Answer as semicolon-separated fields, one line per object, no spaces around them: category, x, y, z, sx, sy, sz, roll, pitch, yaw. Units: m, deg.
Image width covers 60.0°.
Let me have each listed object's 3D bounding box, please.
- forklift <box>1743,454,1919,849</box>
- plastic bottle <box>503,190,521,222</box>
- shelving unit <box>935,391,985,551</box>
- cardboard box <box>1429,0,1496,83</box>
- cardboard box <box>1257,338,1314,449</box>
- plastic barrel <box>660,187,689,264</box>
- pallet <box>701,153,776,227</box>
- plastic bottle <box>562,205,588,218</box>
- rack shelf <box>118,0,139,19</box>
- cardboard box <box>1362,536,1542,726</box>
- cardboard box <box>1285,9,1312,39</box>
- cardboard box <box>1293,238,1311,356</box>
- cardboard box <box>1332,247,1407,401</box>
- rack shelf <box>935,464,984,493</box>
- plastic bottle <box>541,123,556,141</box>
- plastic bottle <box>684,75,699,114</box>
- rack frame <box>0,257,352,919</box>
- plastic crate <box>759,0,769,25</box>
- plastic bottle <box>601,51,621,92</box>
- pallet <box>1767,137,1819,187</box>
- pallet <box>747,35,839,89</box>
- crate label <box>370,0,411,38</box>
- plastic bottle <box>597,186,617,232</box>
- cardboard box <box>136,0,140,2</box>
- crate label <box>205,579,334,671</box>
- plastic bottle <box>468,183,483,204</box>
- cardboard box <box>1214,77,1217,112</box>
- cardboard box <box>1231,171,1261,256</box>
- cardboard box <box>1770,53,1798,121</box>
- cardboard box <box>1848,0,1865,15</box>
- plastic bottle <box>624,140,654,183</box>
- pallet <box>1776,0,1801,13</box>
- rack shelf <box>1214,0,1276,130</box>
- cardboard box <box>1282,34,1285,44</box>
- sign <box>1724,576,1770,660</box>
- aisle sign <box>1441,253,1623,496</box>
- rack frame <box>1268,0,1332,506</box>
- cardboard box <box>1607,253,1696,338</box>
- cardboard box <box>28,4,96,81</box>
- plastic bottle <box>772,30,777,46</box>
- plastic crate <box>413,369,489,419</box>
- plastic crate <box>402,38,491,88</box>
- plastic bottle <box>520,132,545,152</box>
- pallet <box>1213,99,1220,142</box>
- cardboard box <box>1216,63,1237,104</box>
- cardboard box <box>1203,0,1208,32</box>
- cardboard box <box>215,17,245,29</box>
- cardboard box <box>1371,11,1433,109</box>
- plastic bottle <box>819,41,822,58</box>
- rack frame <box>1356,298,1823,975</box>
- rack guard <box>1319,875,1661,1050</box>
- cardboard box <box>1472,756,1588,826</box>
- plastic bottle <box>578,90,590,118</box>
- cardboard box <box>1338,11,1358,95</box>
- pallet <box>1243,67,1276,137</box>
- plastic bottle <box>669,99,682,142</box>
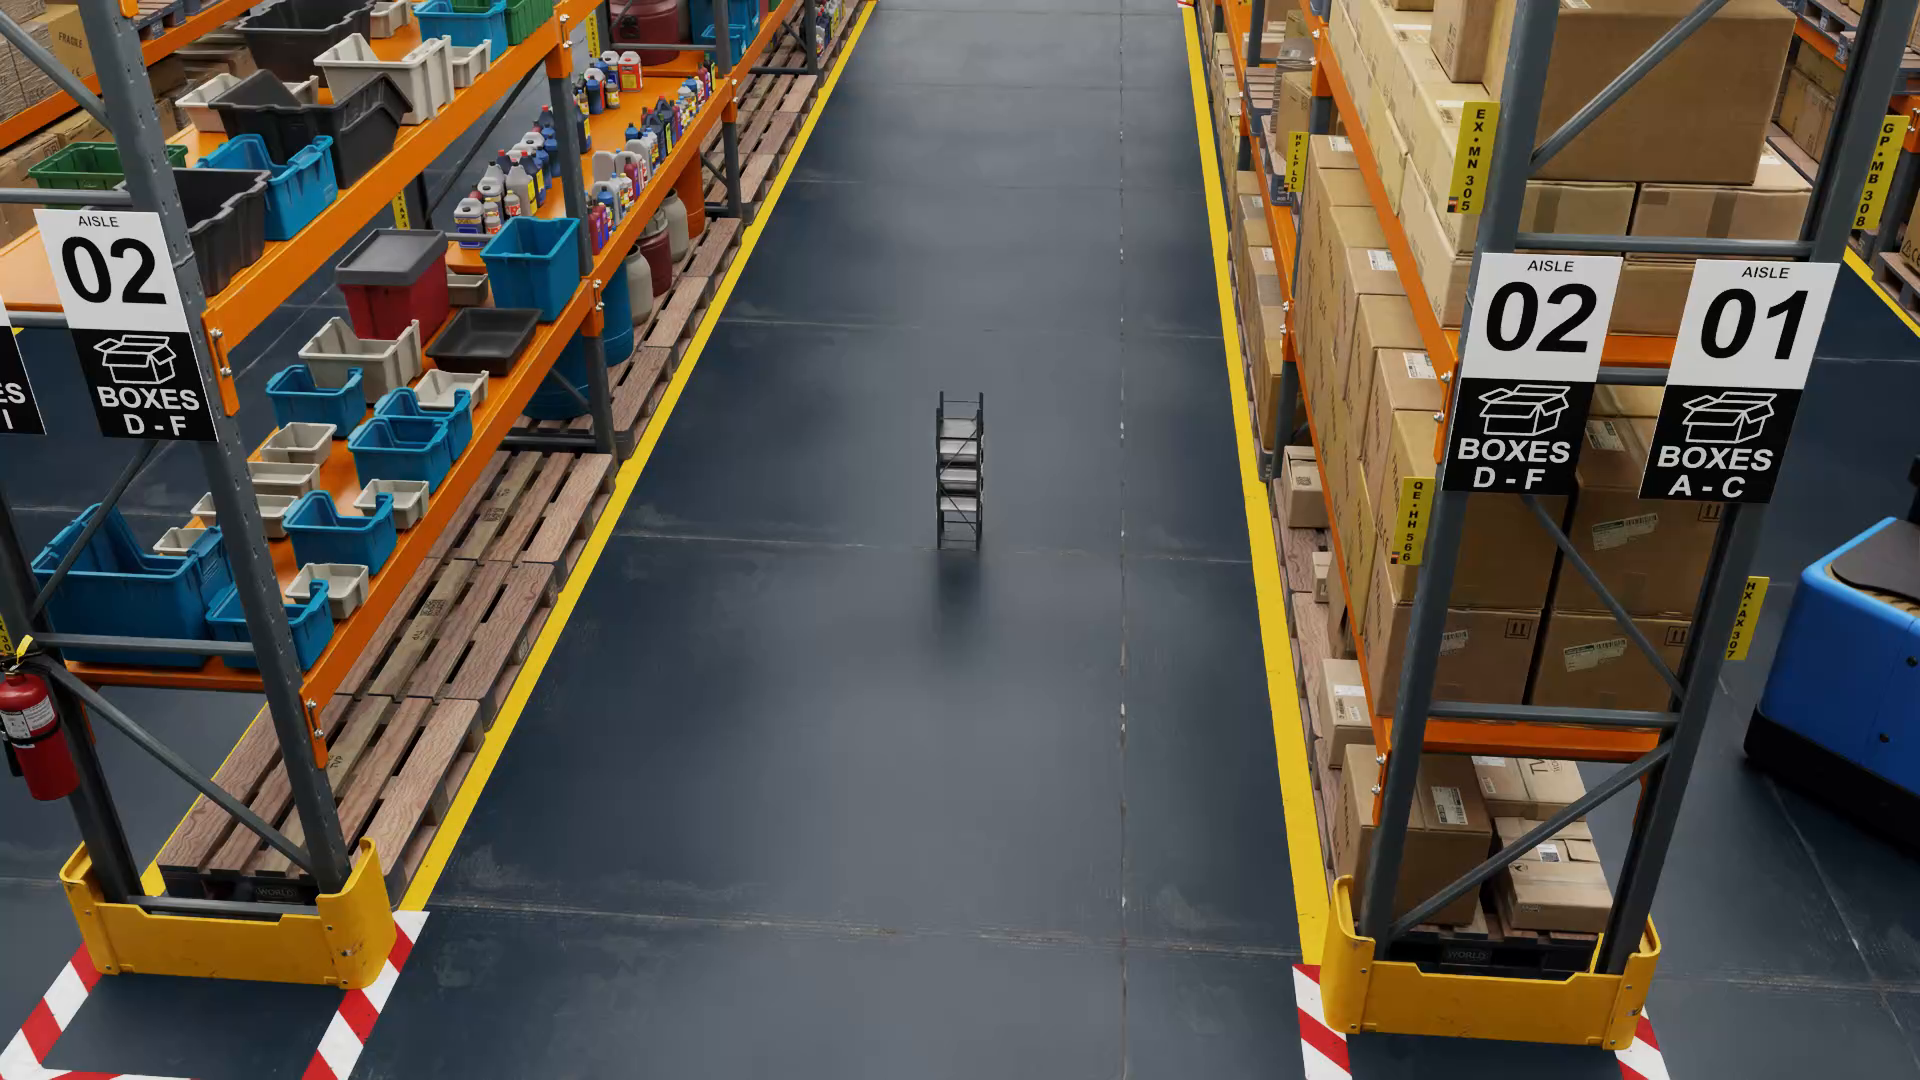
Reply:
forklift;5.151;-0.475;7.507;3.031;2.935;1.130;-22;38;-31
plastic bottle;-2.735;-2.033;10.159;0.097;0.201;0.097;0;32;0
shelving unit;-0.001;-0.379;9.287;0.258;0.900;0.210;2;32;4
cardboard box;2.095;-1.935;5.904;0.700;0.500;0.500;2;32;4
cardboard box;2.091;-0.882;10.066;0.500;0.500;0.500;2;32;4
plastic barrel;-2.255;-2.358;12.468;0.421;0.512;0.421;0;32;0
pallet;-2.173;-3.010;14.214;1.003;0.211;1.213;2;32;4
plastic bottle;-2.246;-1.873;9.757;0.144;0.351;0.185;2;32;4
rack shelf;-2.763;-2.734;6.456;1.077;0.370;4.000;2;32;4
cardboard box;1.776;0.315;6.066;0.500;0.500;0.500;3;32;5
cardboard box;2.723;-3.468;11.802;0.700;0.500;0.500;-8;33;-13
cardboard box;2.023;-1.276;8.647;0.500;0.500;0.500;3;32;5
cardboard box;1.892;-0.914;7.106;0.500;0.500;0.500;3;32;6
rack shelf;-0.001;-0.350;9.305;0.258;0.077;0.200;2;32;4
plastic bottle;-2.736;-2.643;11.082;0.097;0.271;0.097;0;32;0
plastic bottle;-1.945;-3.227;12.031;0.097;0.271;0.097;0;32;0
rack frame;-2.926;0.389;6.039;1.000;3.000;0.127;2;32;4
plastic crate;-1.838;-4.653;14.160;0.402;0.464;0.583;2;32;4
plastic bottle;-2.632;-3.529;12.515;0.152;0.276;0.135;2;32;4
pallet;7.766;-3.228;14.568;1.003;0.211;1.213;2;32;4
pallet;-1.853;-5.048;17.520;1.003;0.211;1.213;2;32;4
crate label;-2.928;-2.623;8.320;0.293;0.136;0.466;2;32;4
plastic bottle;-2.136;-2.003;10.044;0.097;0.271;0.097;0;32;0
cardboard box;-7.262;-4.807;13.976;0.700;0.500;0.500;7;32;11
crate label;-2.578;0.320;6.254;0.416;0.233;0.303;2;32;4
plastic bottle;-2.917;-1.995;10.020;0.061;0.283;0.133;2;32;4
cardboard box;2.665;-4.213;15.727;0.500;0.250;0.500;3;32;5
cardboard box;2.340;-2.478;12.655;0.500;0.500;0.500;4;32;6
cardboard box;7.882;-4.200;15.449;0.700;0.500;0.500;3;32;6
cardboard box;7.707;-4.499;13.457;0.700;0.500;0.500;2;32;4
plastic bottle;-2.089;-2.481;10.815;0.152;0.276;0.135;2;32;4
pallet;7.718;-4.987;14.947;1.003;0.211;1.213;2;32;4
rack shelf;2.825;-4.320;14.367;1.077;0.370;4.000;2;32;4
cardboard box;2.735;-3.731;12.810;0.500;0.311;0.500;4;32;7
sign;2.551;0.257;5.428;0.100;0.325;0.005;2;32;4
aisle sign;1.700;-0.481;4.974;0.394;0.787;0.004;2;32;4
rack frame;2.336;-1.489;9.087;1.000;3.000;0.127;2;32;4
cardboard box;2.306;-0.868;5.364;0.500;0.250;0.500;2;32;4
cardboard box;-7.005;-3.779;12.708;0.500;0.500;0.500;3;32;5
plastic bottle;-2.019;-5.369;17.561;0.152;0.276;0.135;2;32;4
plastic crate;-2.443;-0.692;7.988;0.293;0.136;0.466;2;32;4
plastic crate;-2.325;-2.186;7.610;0.293;0.136;0.466;2;32;4
plastic bottle;-2.790;-2.516;10.872;0.152;0.276;0.135;2;32;4
pallet;2.966;-4.098;15.979;1.003;0.211;1.213;2;32;4
cardboard box;2.619;-4.181;15.142;0.500;0.311;0.500;1;32;2
cardboard box;2.924;-5.717;18.168;0.500;0.250;0.500;2;32;4
cardboard box;-6.957;-4.900;16.585;0.700;0.500;0.500;0;32;0
cardboard box;1.917;-1.887;6.541;0.500;0.250;0.500;2;32;4
plastic bottle;-1.478;-5.082;17.166;0.097;0.201;0.097;0;32;0
rack frame;2.010;0.603;5.693;1.000;3.000;0.127;2;32;4
rack guard;2.017;1.627;6.413;1.175;0.500;0.348;2;32;4
cardboard box;2.378;1.053;7.165;0.500;0.250;0.500;2;32;4
plastic bottle;-2.718;-3.126;11.932;0.097;0.201;0.097;0;32;0
cardboard box;2.005;-2.197;7.520;0.500;0.250;0.500;2;32;4
pallet;2.676;-3.141;11.951;1.213;0.211;1.003;2;32;4
plastic bottle;-1.976;-2.917;11.515;0.061;0.283;0.133;2;32;4
